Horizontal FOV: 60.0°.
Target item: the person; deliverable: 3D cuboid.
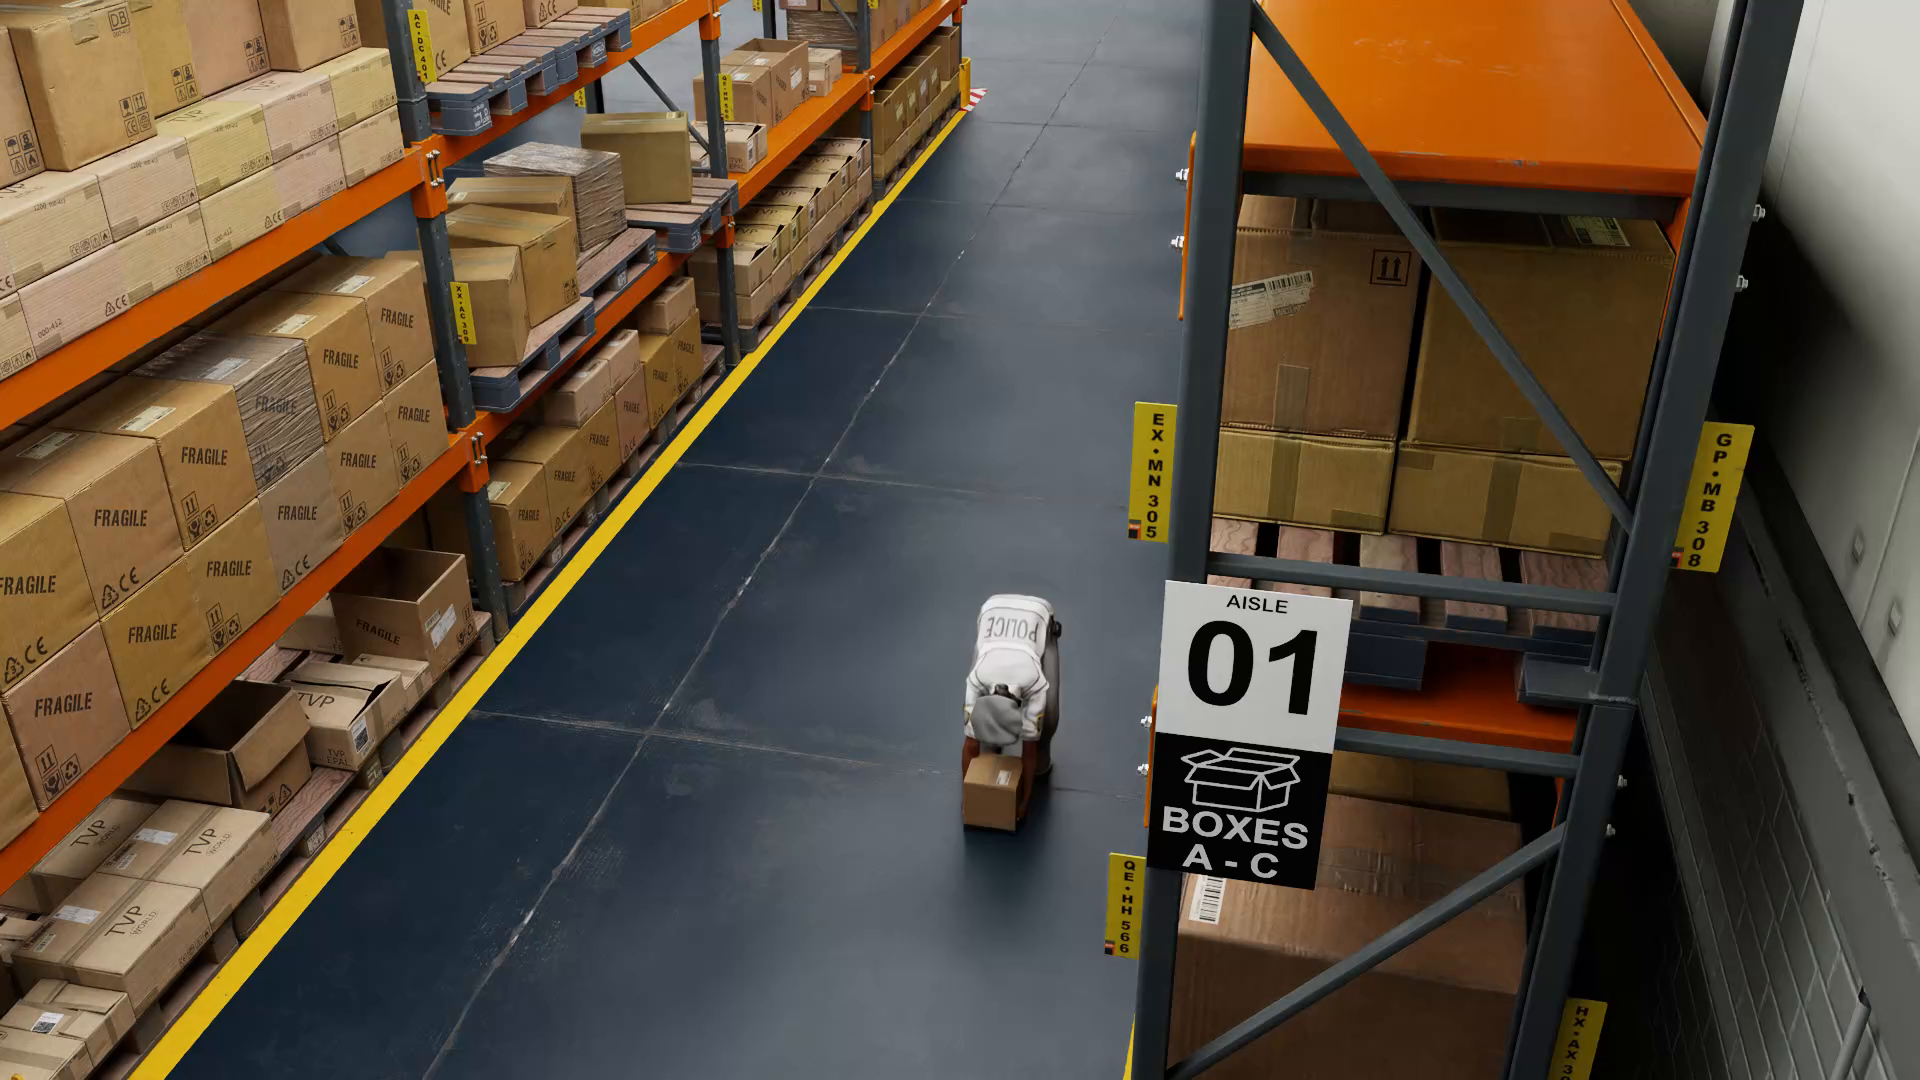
[{"bbox_3d":[0.245,0.789,7.996,0.468,0.881,0.904,5,29,8],"label":"person"}]
